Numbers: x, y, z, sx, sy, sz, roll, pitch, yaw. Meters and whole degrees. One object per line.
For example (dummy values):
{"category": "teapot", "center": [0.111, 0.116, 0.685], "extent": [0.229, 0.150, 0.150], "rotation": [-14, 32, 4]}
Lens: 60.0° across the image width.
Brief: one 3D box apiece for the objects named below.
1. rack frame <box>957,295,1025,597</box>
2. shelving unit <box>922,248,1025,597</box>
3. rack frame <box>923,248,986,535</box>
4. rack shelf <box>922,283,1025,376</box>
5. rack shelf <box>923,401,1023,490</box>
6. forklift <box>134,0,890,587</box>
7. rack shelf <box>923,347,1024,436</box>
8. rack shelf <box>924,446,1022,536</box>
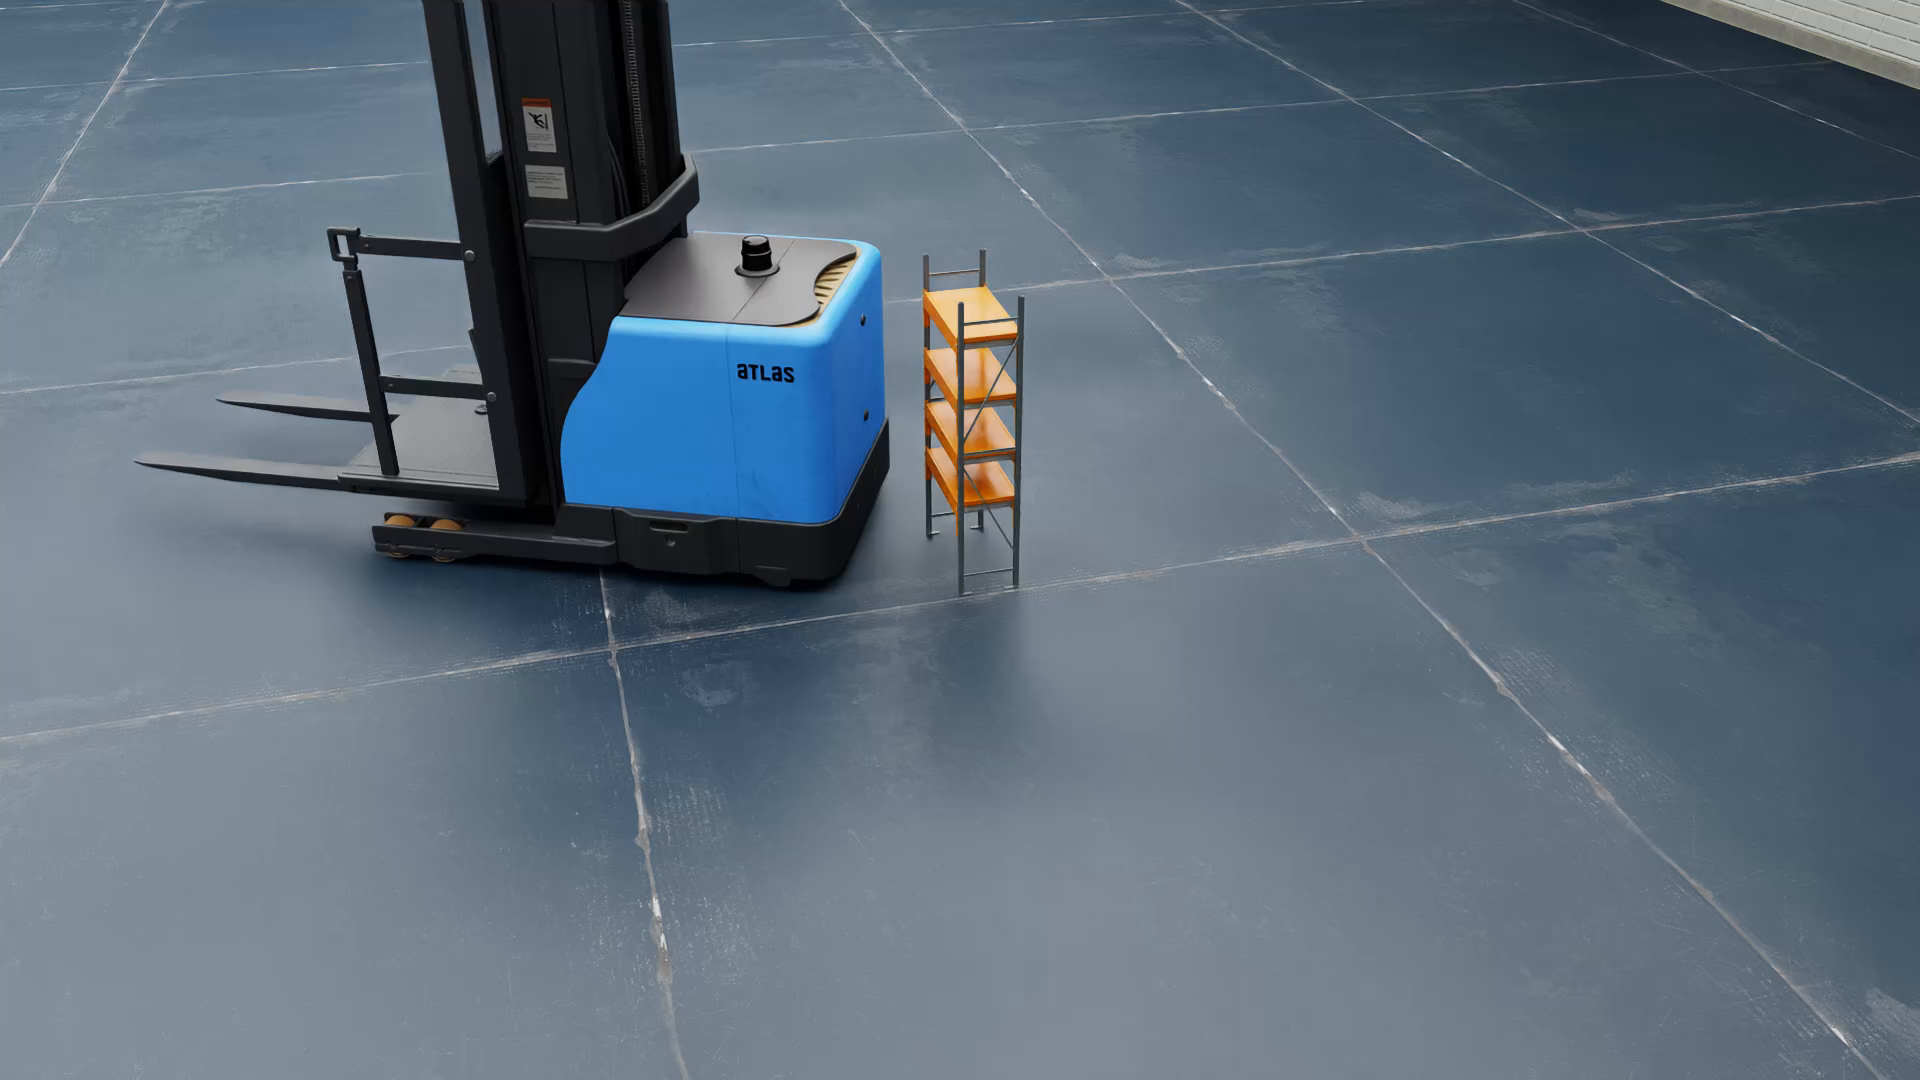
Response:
{"category": "rack frame", "center": [0.109, -0.321, 6.108], "extent": [0.240, 1.200, 0.015], "rotation": [-8, 31, -13]}
{"category": "shelving unit", "center": [0.044, -0.439, 6.311], "extent": [0.258, 1.200, 0.503], "rotation": [-8, 31, -13]}
{"category": "rack frame", "center": [-0.021, -0.557, 6.515], "extent": [0.240, 1.200, 0.015], "rotation": [-8, 31, -13]}
{"category": "rack shelf", "center": [0.044, -0.779, 6.114], "extent": [0.258, 0.148, 0.480], "rotation": [-8, 31, -13]}
{"category": "rack shelf", "center": [0.044, -0.381, 6.345], "extent": [0.258, 0.148, 0.480], "rotation": [-8, 31, -13]}
{"category": "forklift", "center": [-1.868, -1.434, 6.302], "extent": [3.031, 2.935, 1.130], "rotation": [5, 30, 9]}
{"category": "rack shelf", "center": [0.044, -0.575, 6.233], "extent": [0.258, 0.148, 0.480], "rotation": [-8, 31, -13]}
{"category": "rack shelf", "center": [0.044, -0.209, 6.444], "extent": [0.258, 0.148, 0.480], "rotation": [-8, 31, -13]}
